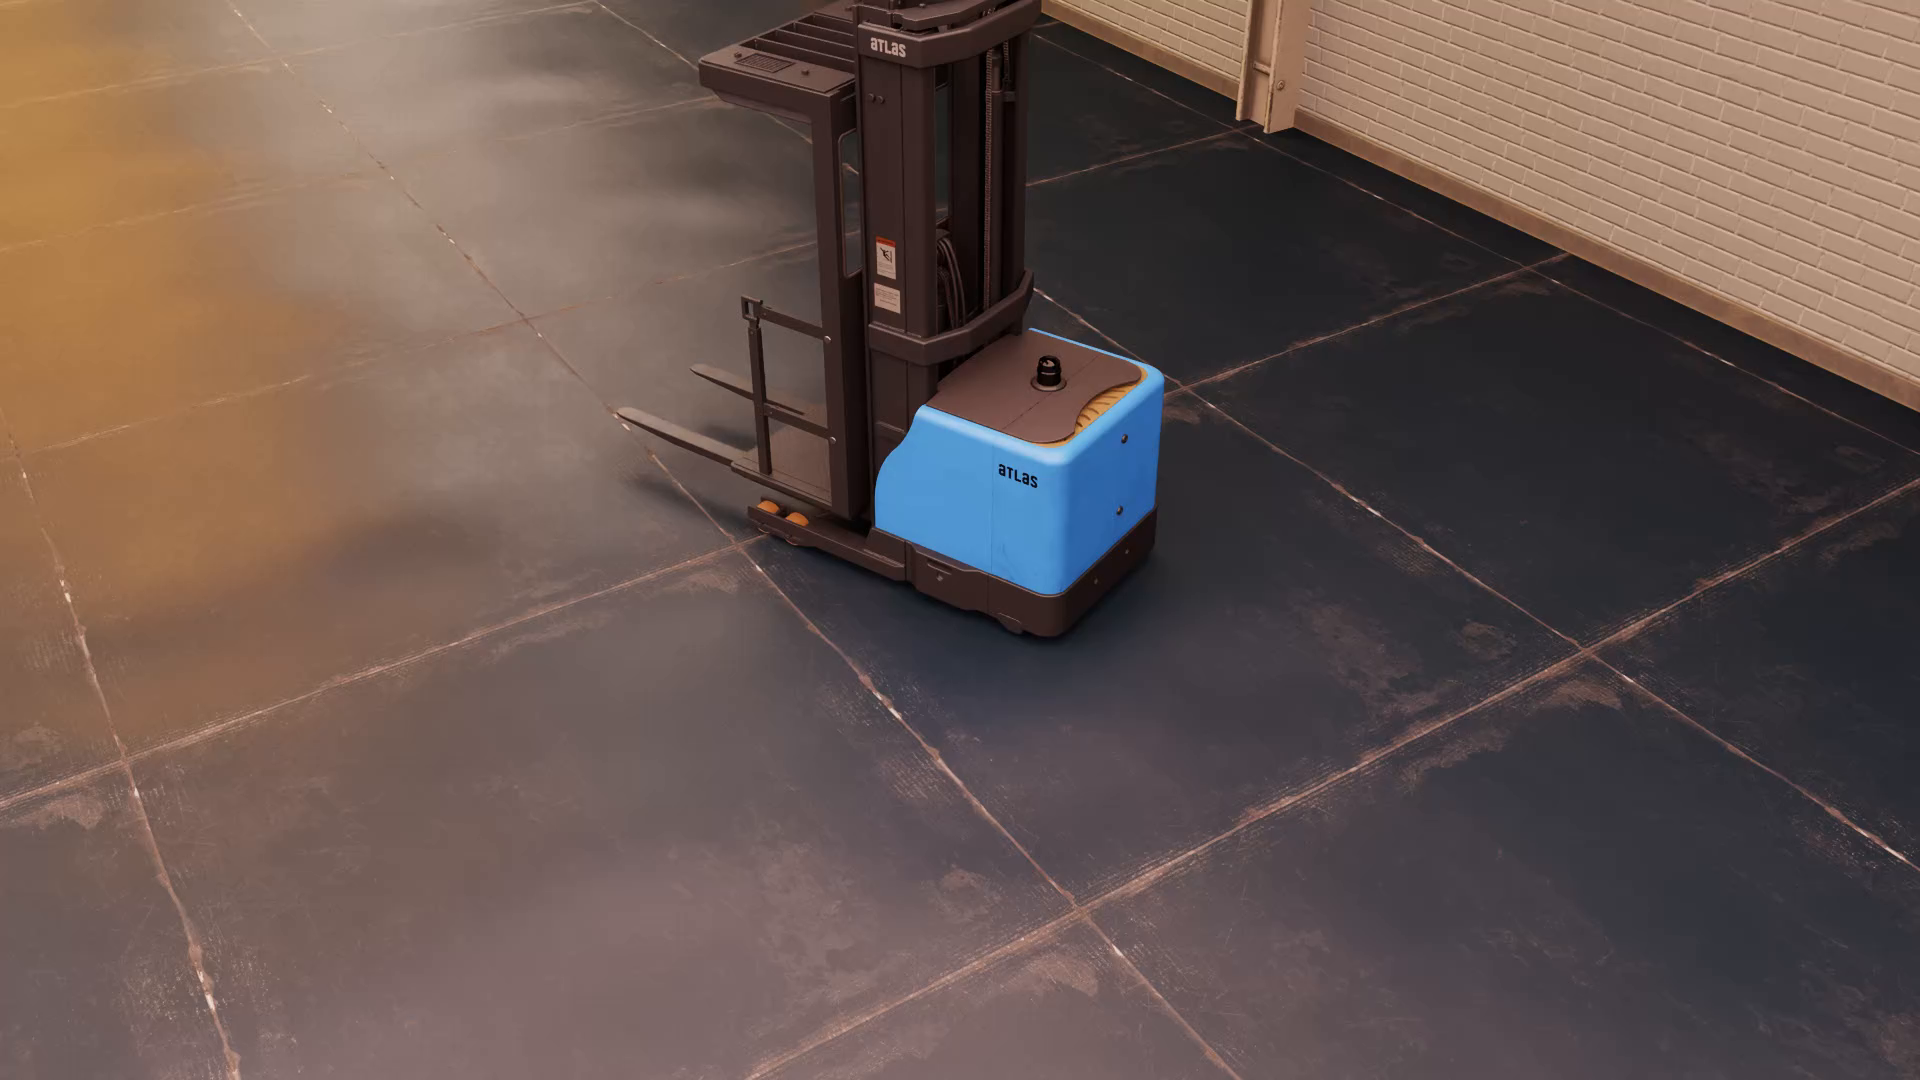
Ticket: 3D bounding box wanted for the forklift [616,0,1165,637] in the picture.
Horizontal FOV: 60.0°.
[{"bbox_3d":[-0.500,-1.399,8.138,3.031,2.935,1.130,22,41,28],"label":"forklift"}]
